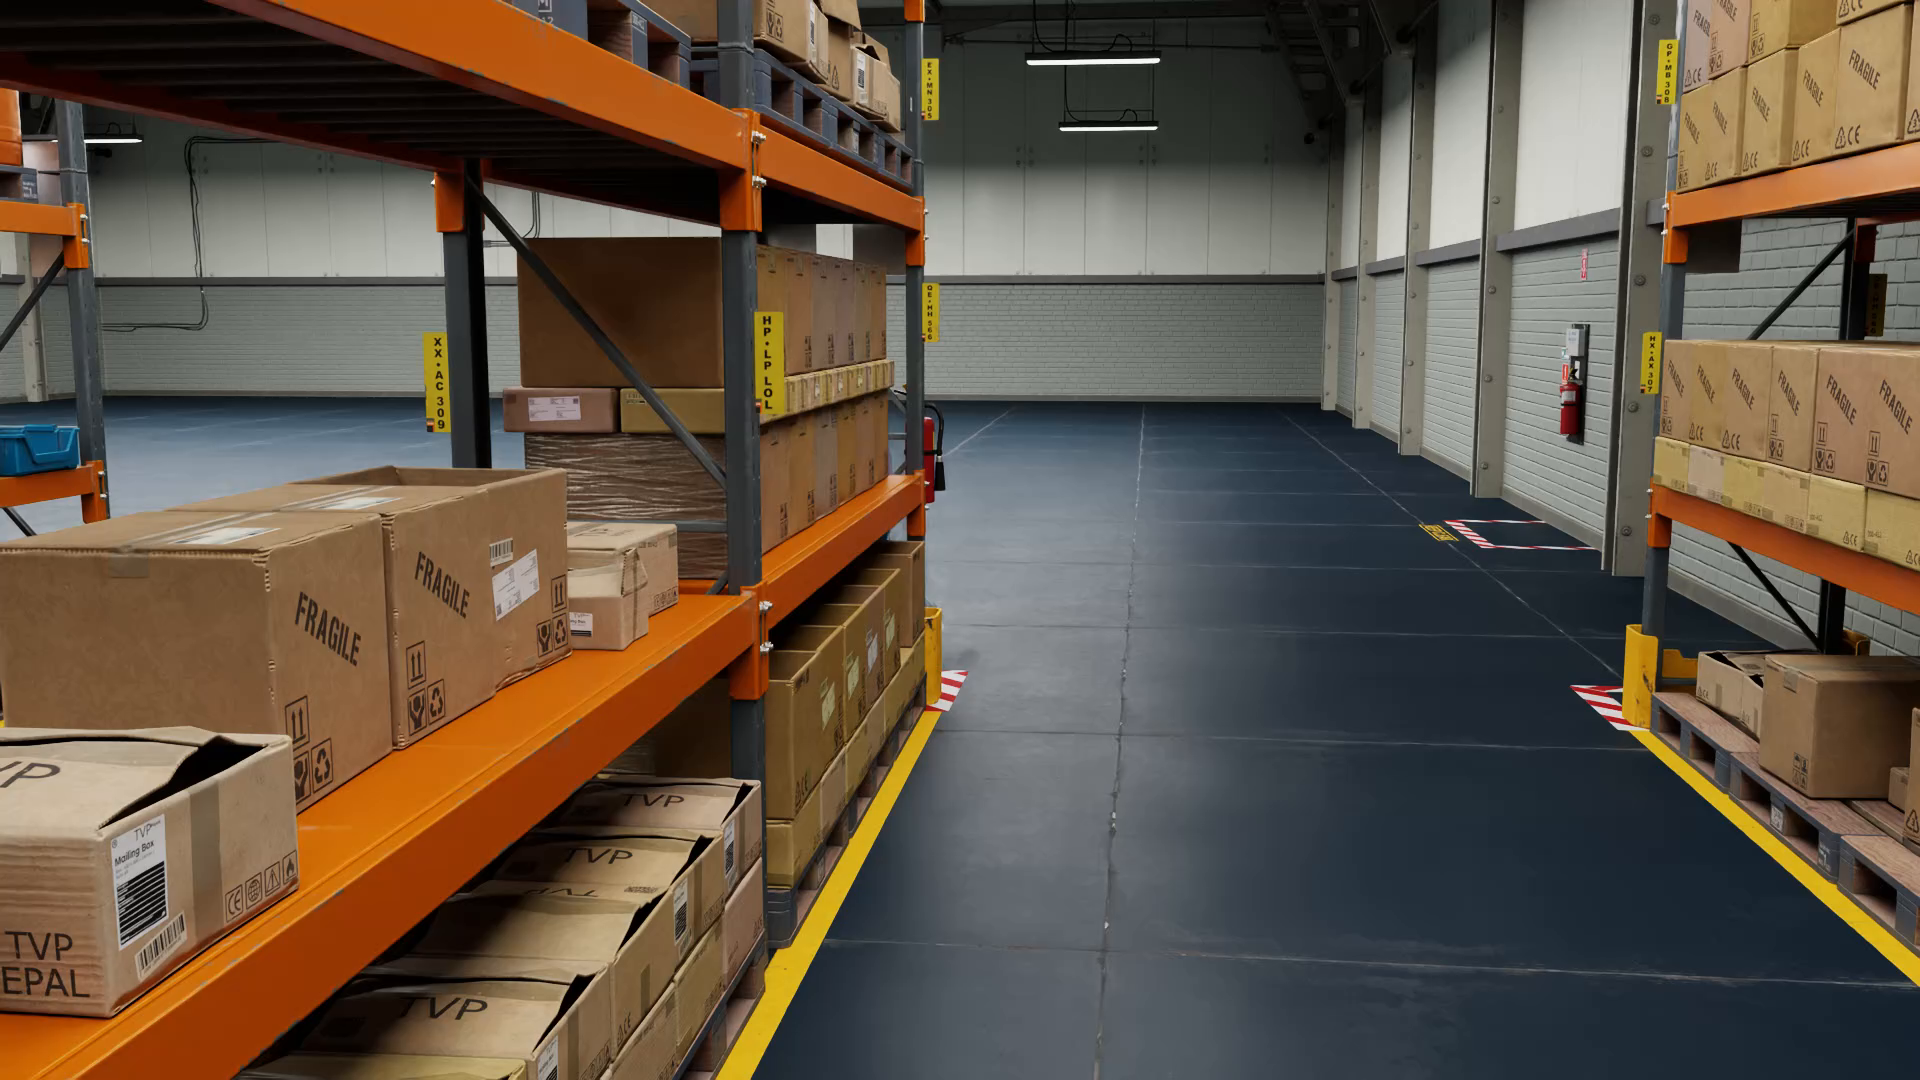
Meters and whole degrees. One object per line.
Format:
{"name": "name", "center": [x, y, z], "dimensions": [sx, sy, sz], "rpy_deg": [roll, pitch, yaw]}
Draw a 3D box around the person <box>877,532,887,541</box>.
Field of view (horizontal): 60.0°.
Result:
{"name": "person", "center": [-0.624, -0.034, 10.567], "dimensions": [0.732, 1.589, 0.427], "rpy_deg": [-1, 8, -7]}
